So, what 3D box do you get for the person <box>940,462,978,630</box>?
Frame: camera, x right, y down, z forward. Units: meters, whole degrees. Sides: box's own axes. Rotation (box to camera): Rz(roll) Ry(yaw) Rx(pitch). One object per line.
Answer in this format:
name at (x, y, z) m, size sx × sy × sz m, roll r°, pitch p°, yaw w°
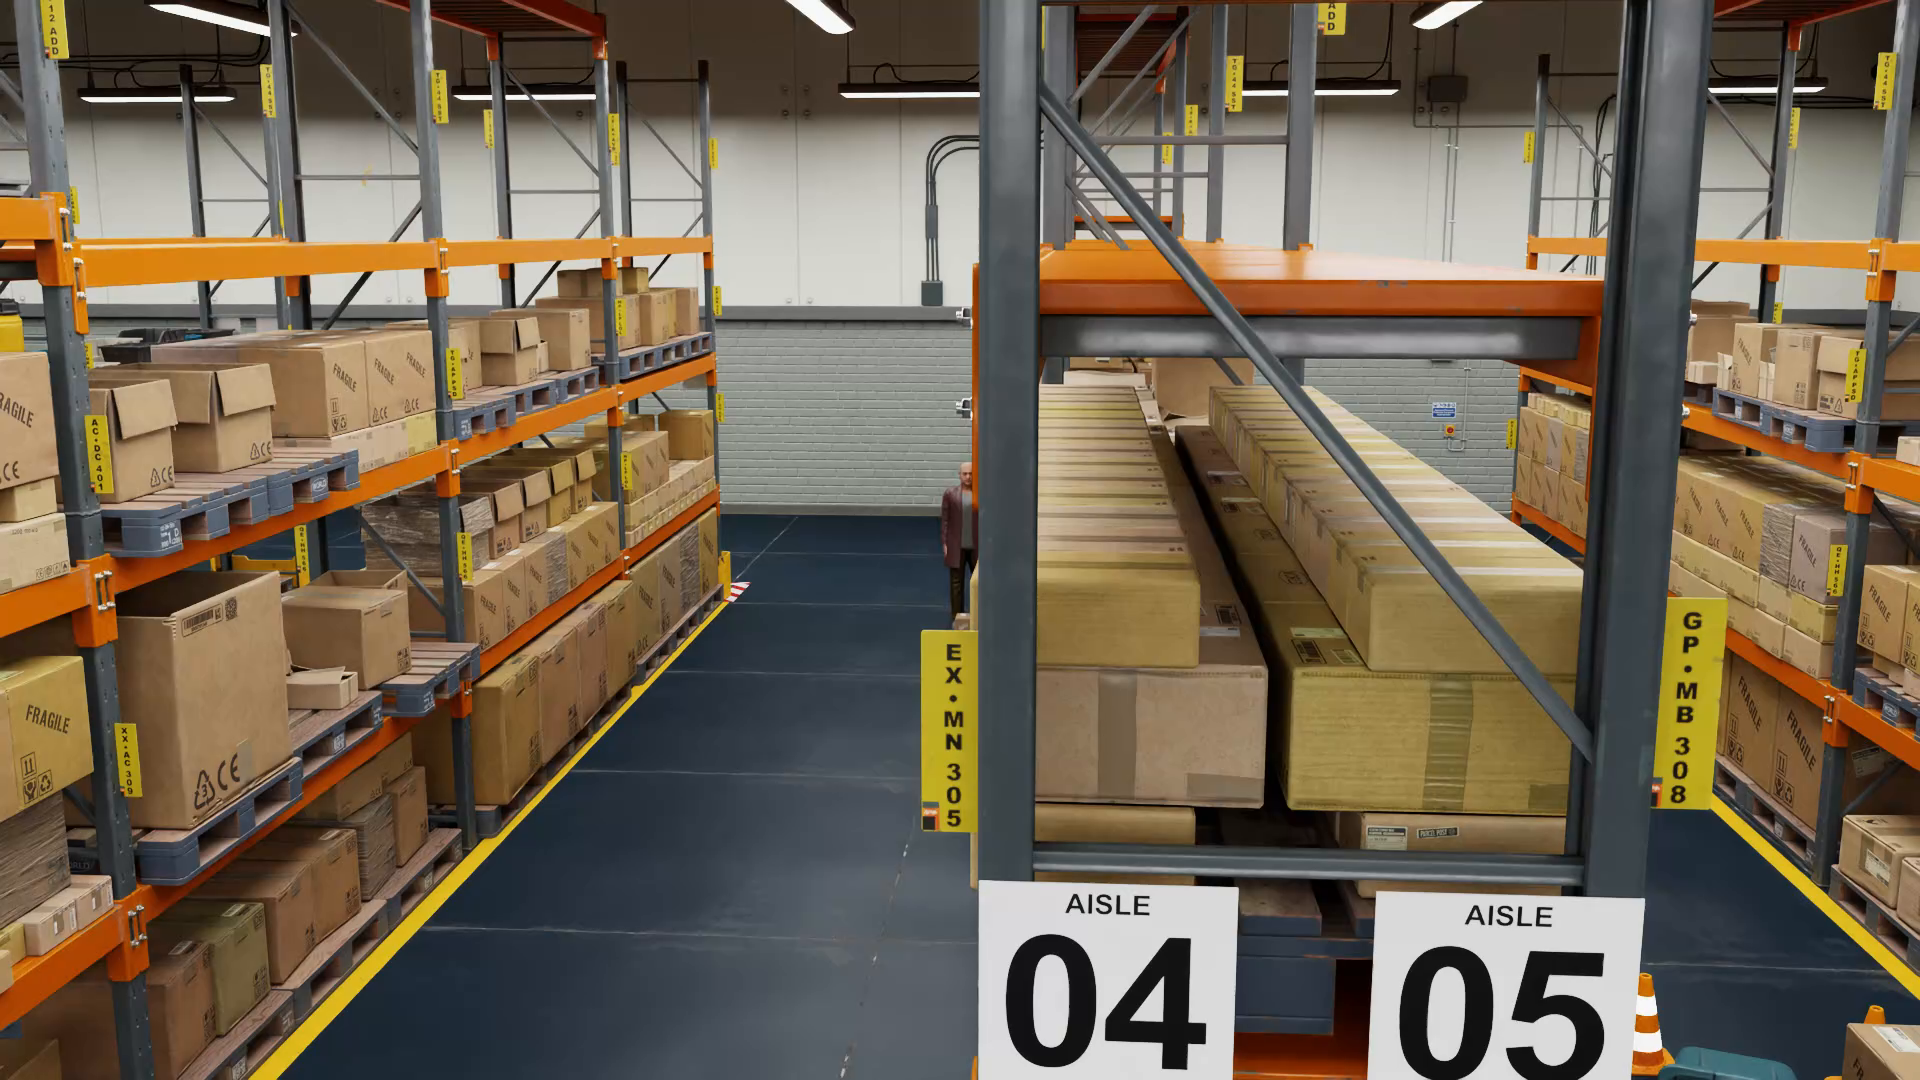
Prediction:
person at (0.075, 0.081, 17.619) m, size 0.583 × 1.824 × 0.580 m, roll 0°, pitch 11°, yaw 0°
